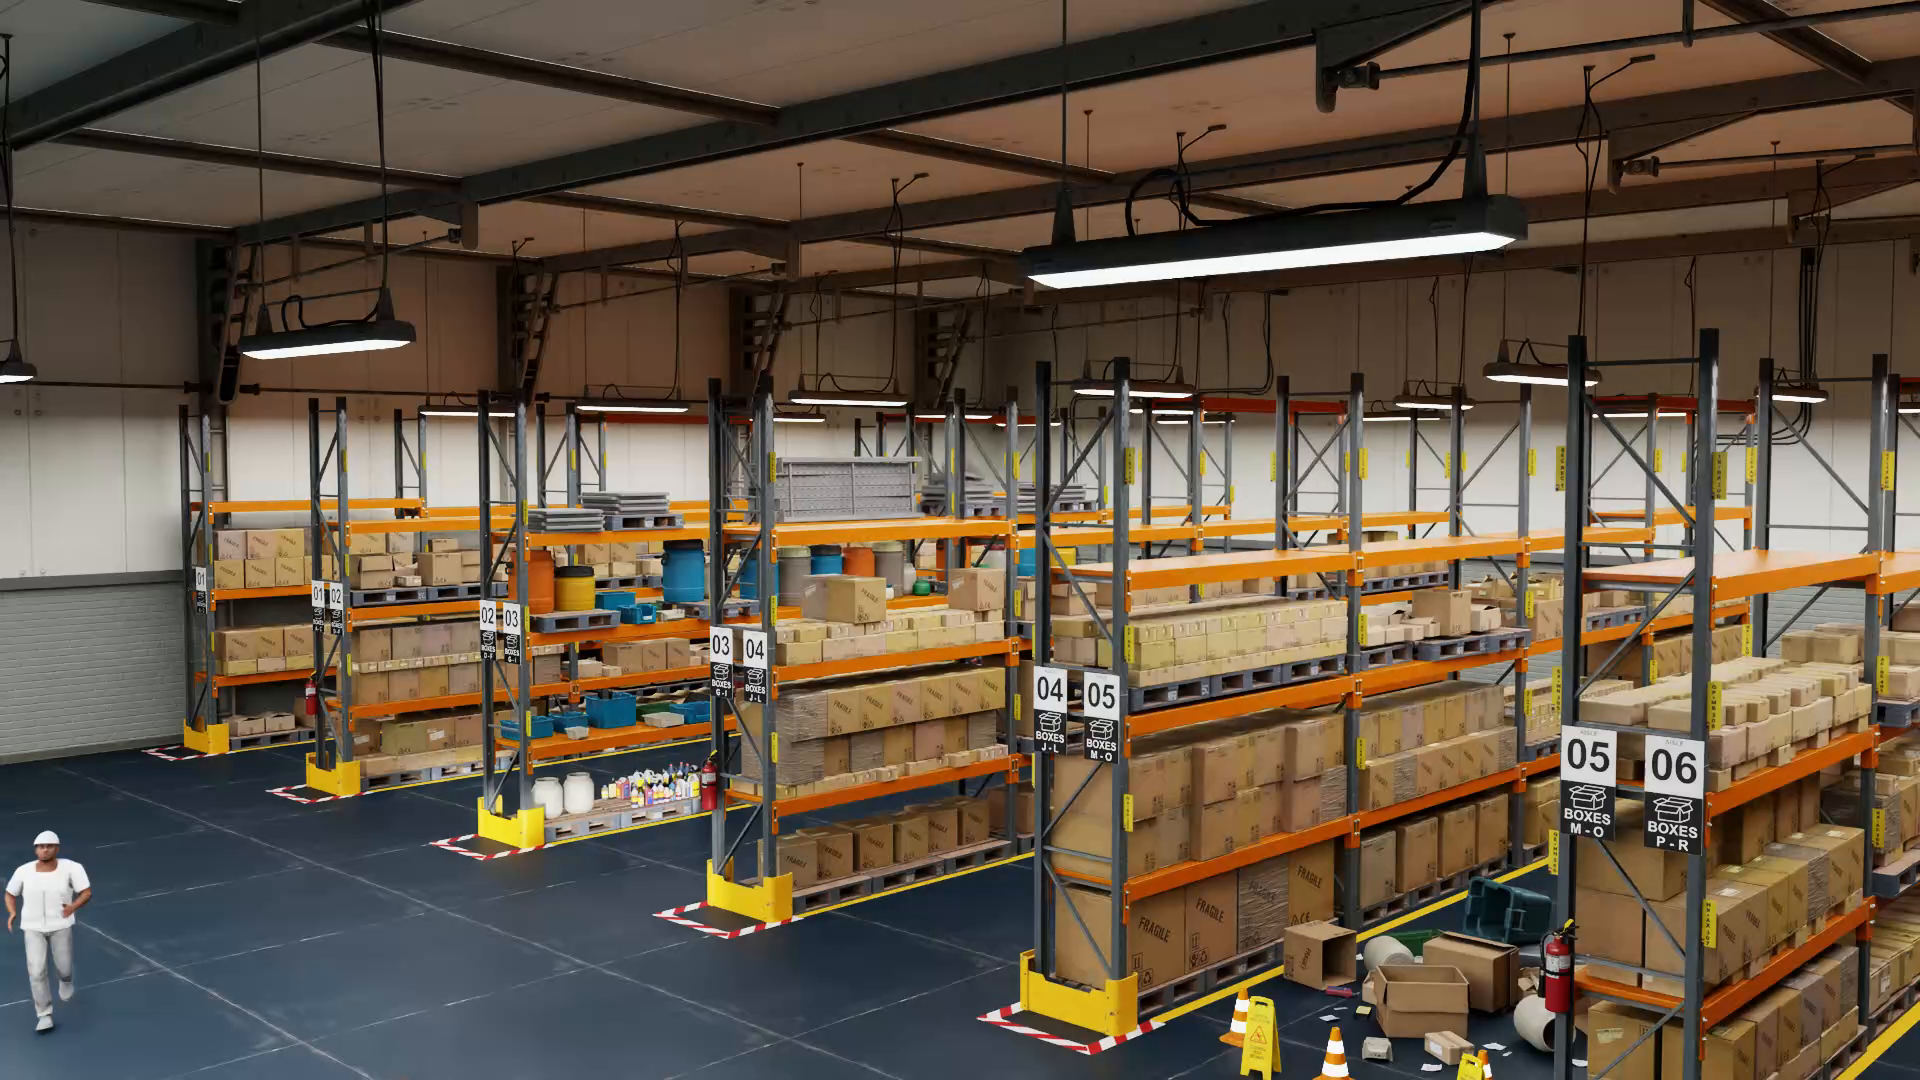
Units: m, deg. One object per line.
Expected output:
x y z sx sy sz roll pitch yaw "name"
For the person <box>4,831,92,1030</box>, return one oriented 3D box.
-8.279 3.503 15.094 0.712 1.732 0.795 -1 3 -22 "person"
